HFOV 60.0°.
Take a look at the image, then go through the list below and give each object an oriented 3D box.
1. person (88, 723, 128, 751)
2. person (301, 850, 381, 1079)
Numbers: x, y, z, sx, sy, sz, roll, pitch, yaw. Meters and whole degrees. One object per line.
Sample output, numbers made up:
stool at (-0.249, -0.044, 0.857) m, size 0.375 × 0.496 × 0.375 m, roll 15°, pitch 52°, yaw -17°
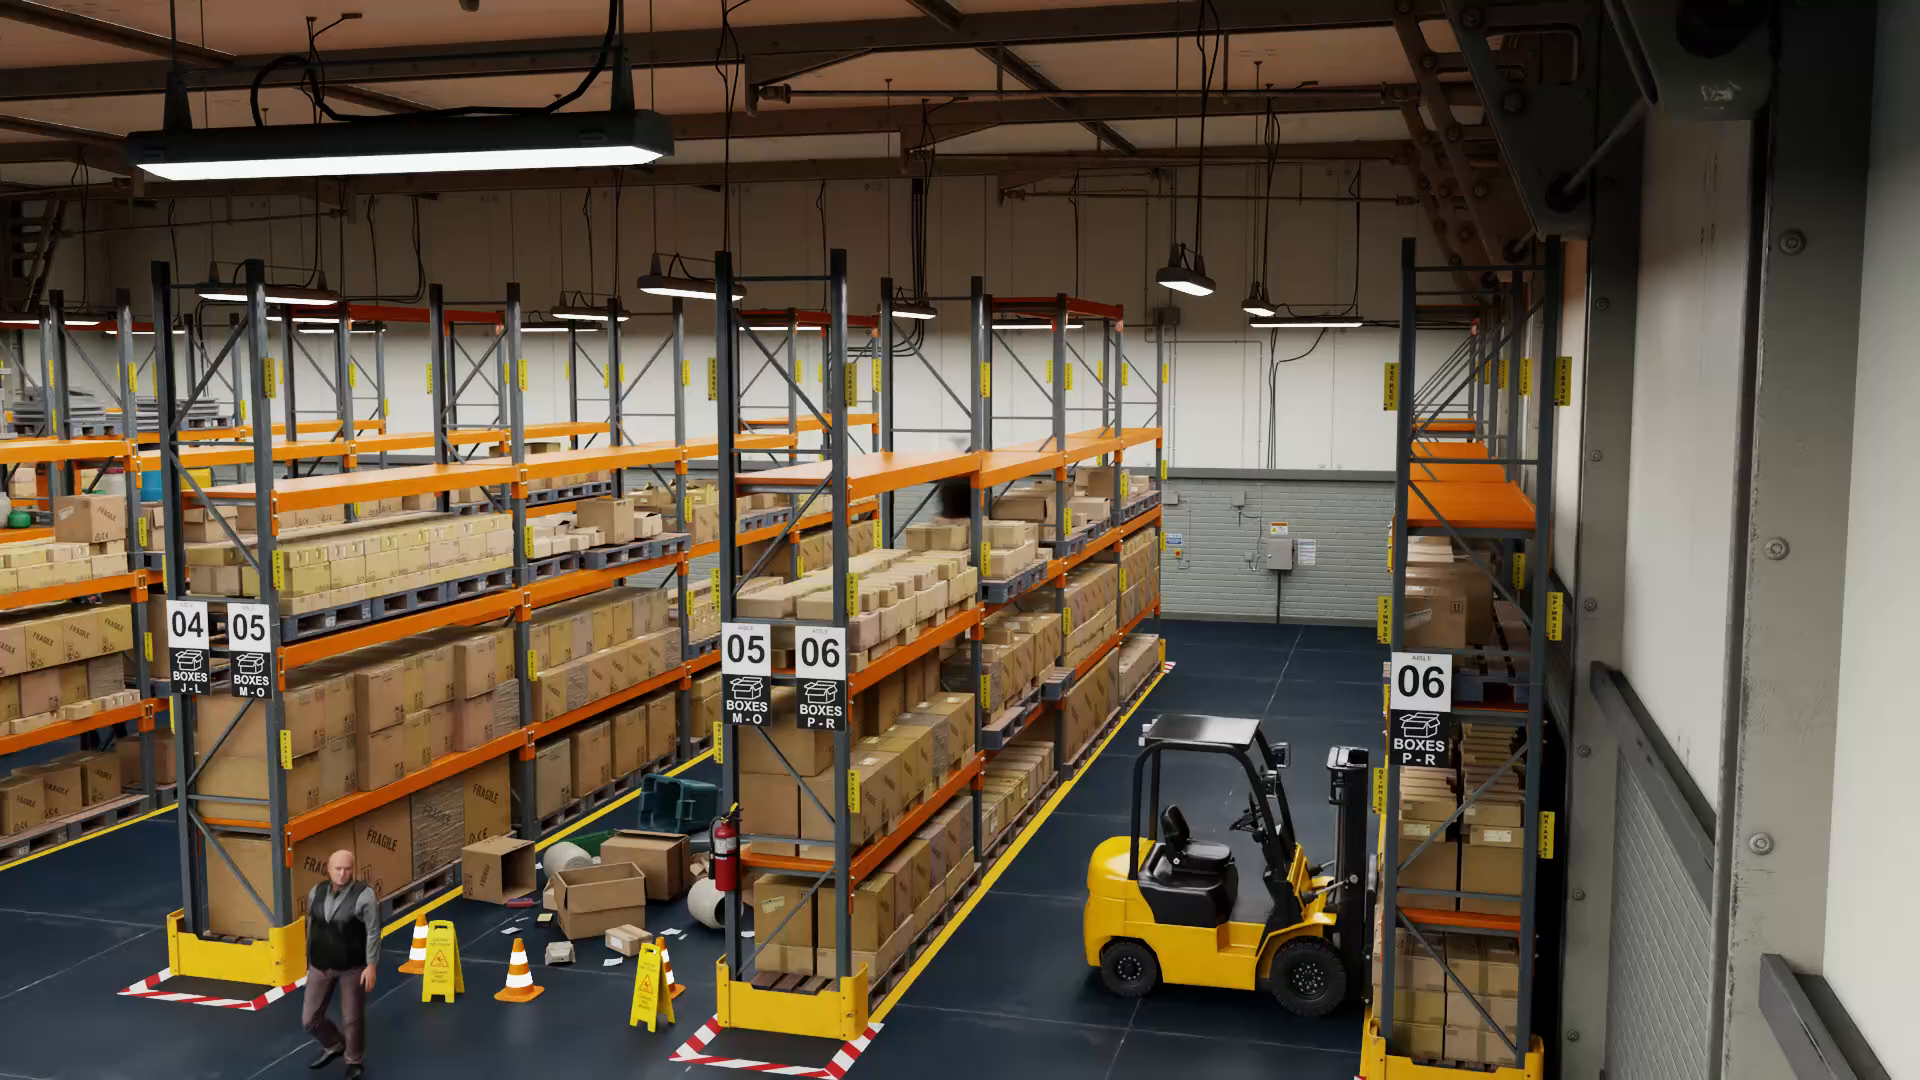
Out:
person at (-11.406, 2.050, 22.095) m, size 0.529 × 1.644 × 0.795 m, roll 1°, pitch 6°, yaw 6°
person at (-4.439, 3.044, 11.916) m, size 0.619 × 1.710 × 0.443 m, roll 1°, pitch 6°, yaw 5°
